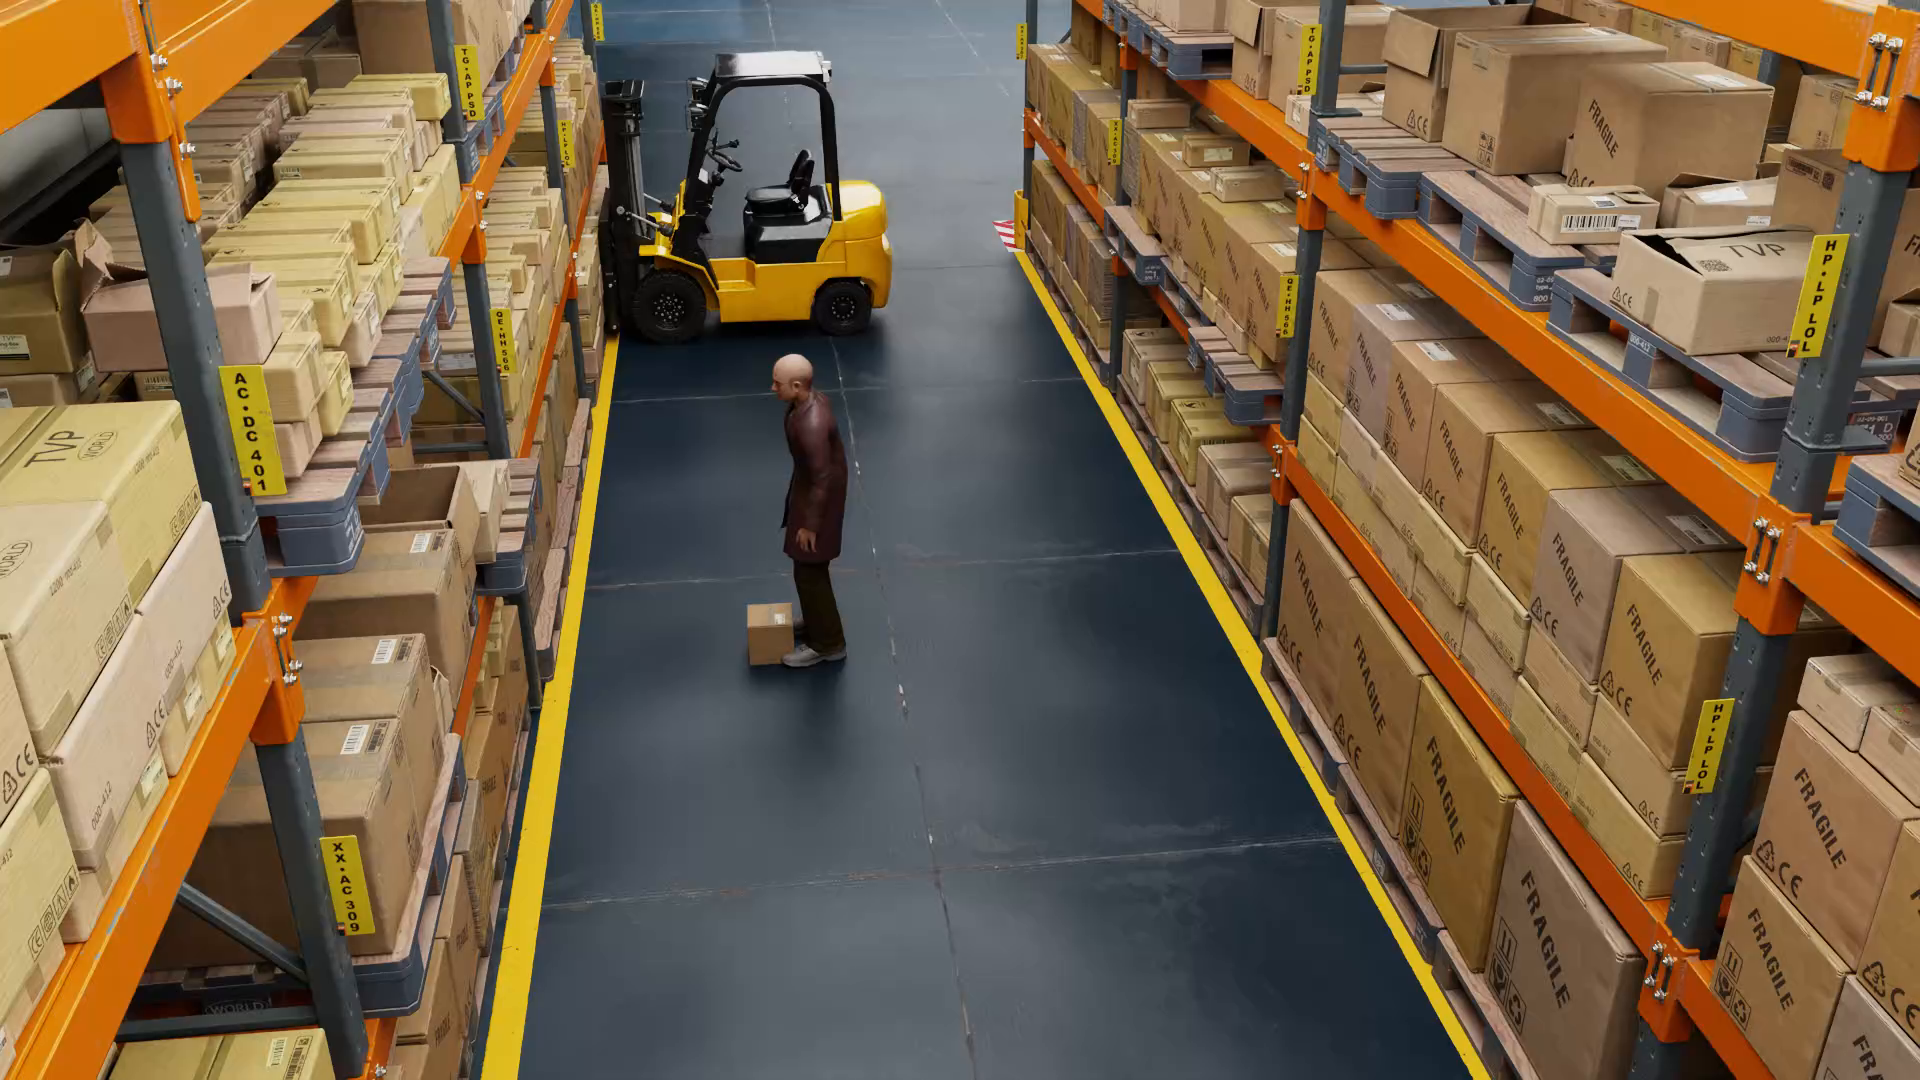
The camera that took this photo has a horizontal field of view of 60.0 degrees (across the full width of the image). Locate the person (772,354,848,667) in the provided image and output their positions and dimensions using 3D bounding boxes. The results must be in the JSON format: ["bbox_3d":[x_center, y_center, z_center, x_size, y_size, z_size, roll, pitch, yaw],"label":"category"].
[{"bbox_3d":[-0.810,-0.172,8.975,0.416,1.774,0.654,-4,27,-8],"label":"person"}]
